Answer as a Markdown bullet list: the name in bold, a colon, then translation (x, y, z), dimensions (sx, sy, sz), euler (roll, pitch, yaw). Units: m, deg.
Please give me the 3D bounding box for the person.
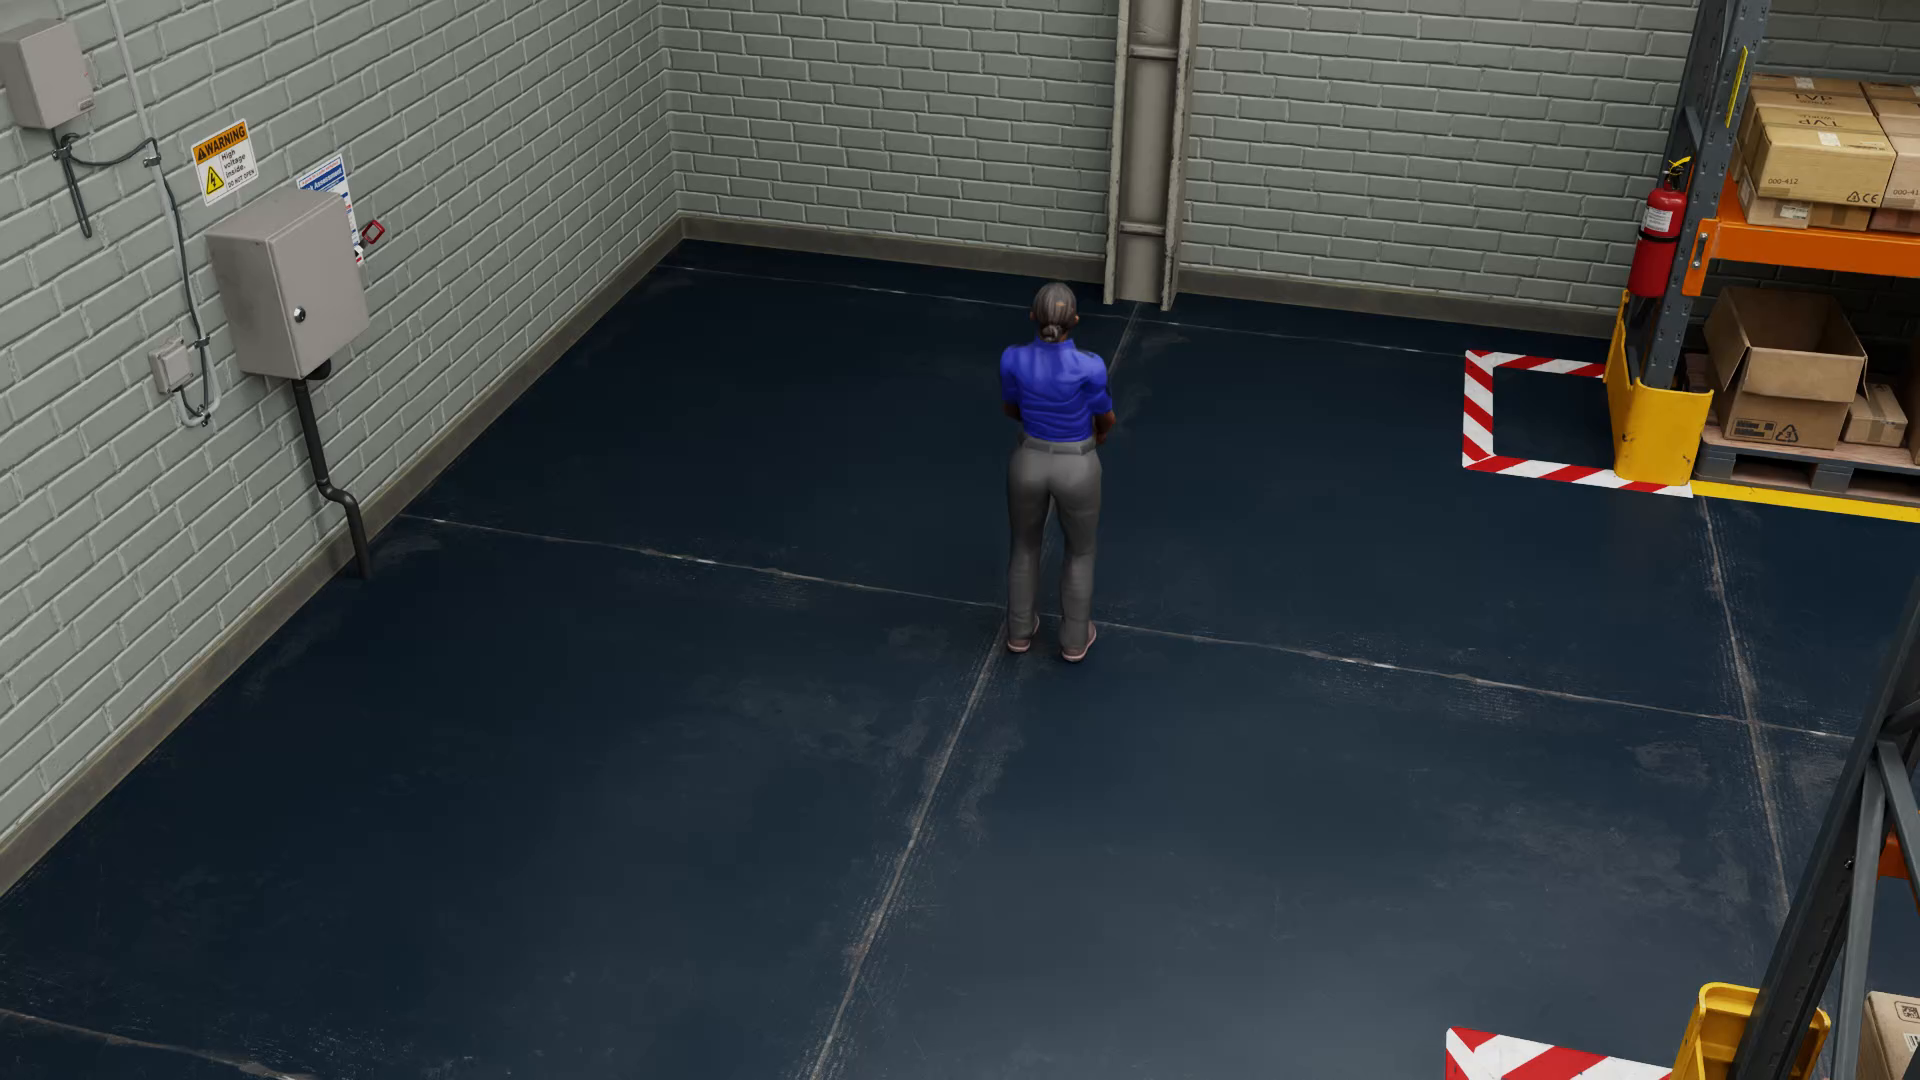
- **person**: translation (0.394, -0.305, 6.622), dimensions (0.448, 1.656, 0.496), euler (8, 34, 12)
